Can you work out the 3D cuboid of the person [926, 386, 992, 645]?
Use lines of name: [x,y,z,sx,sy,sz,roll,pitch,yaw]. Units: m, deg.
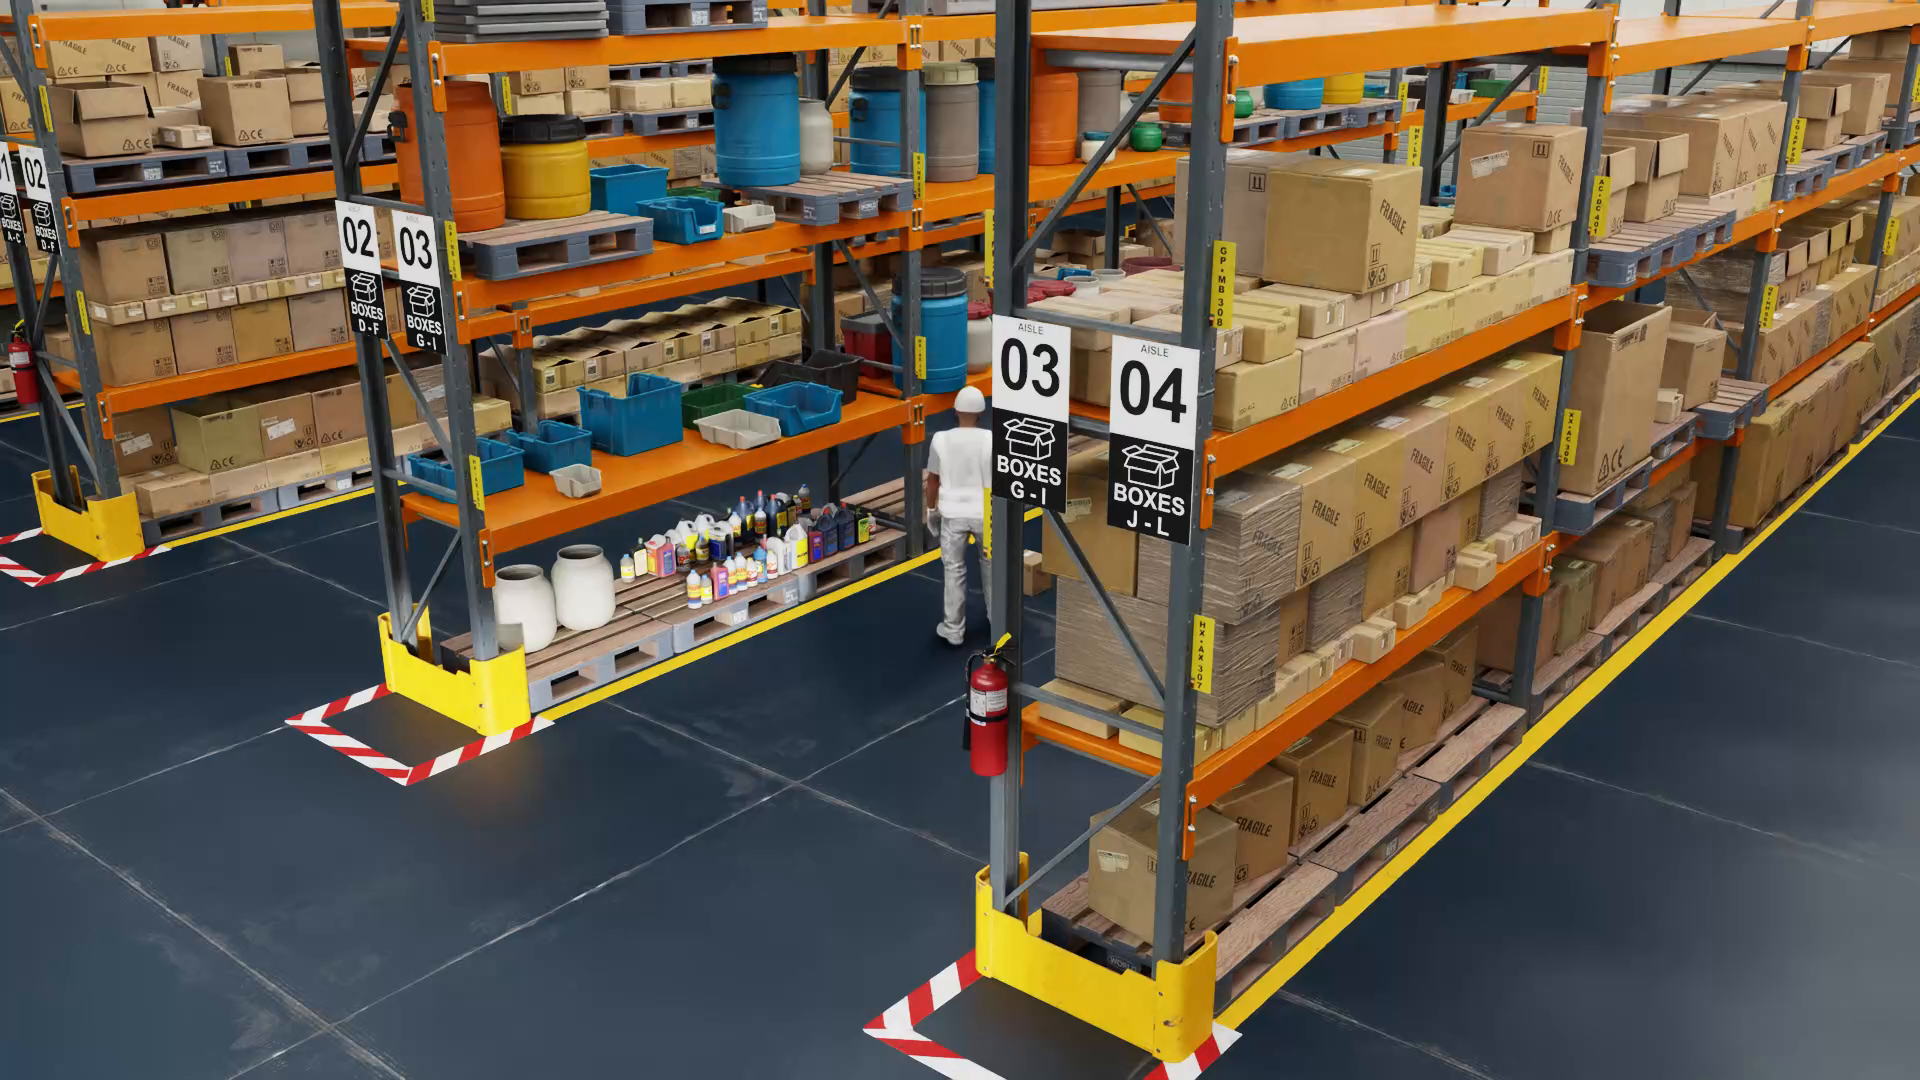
person: [0.065,-0.220,11.609,0.599,1.767,0.729,1,20,1]
